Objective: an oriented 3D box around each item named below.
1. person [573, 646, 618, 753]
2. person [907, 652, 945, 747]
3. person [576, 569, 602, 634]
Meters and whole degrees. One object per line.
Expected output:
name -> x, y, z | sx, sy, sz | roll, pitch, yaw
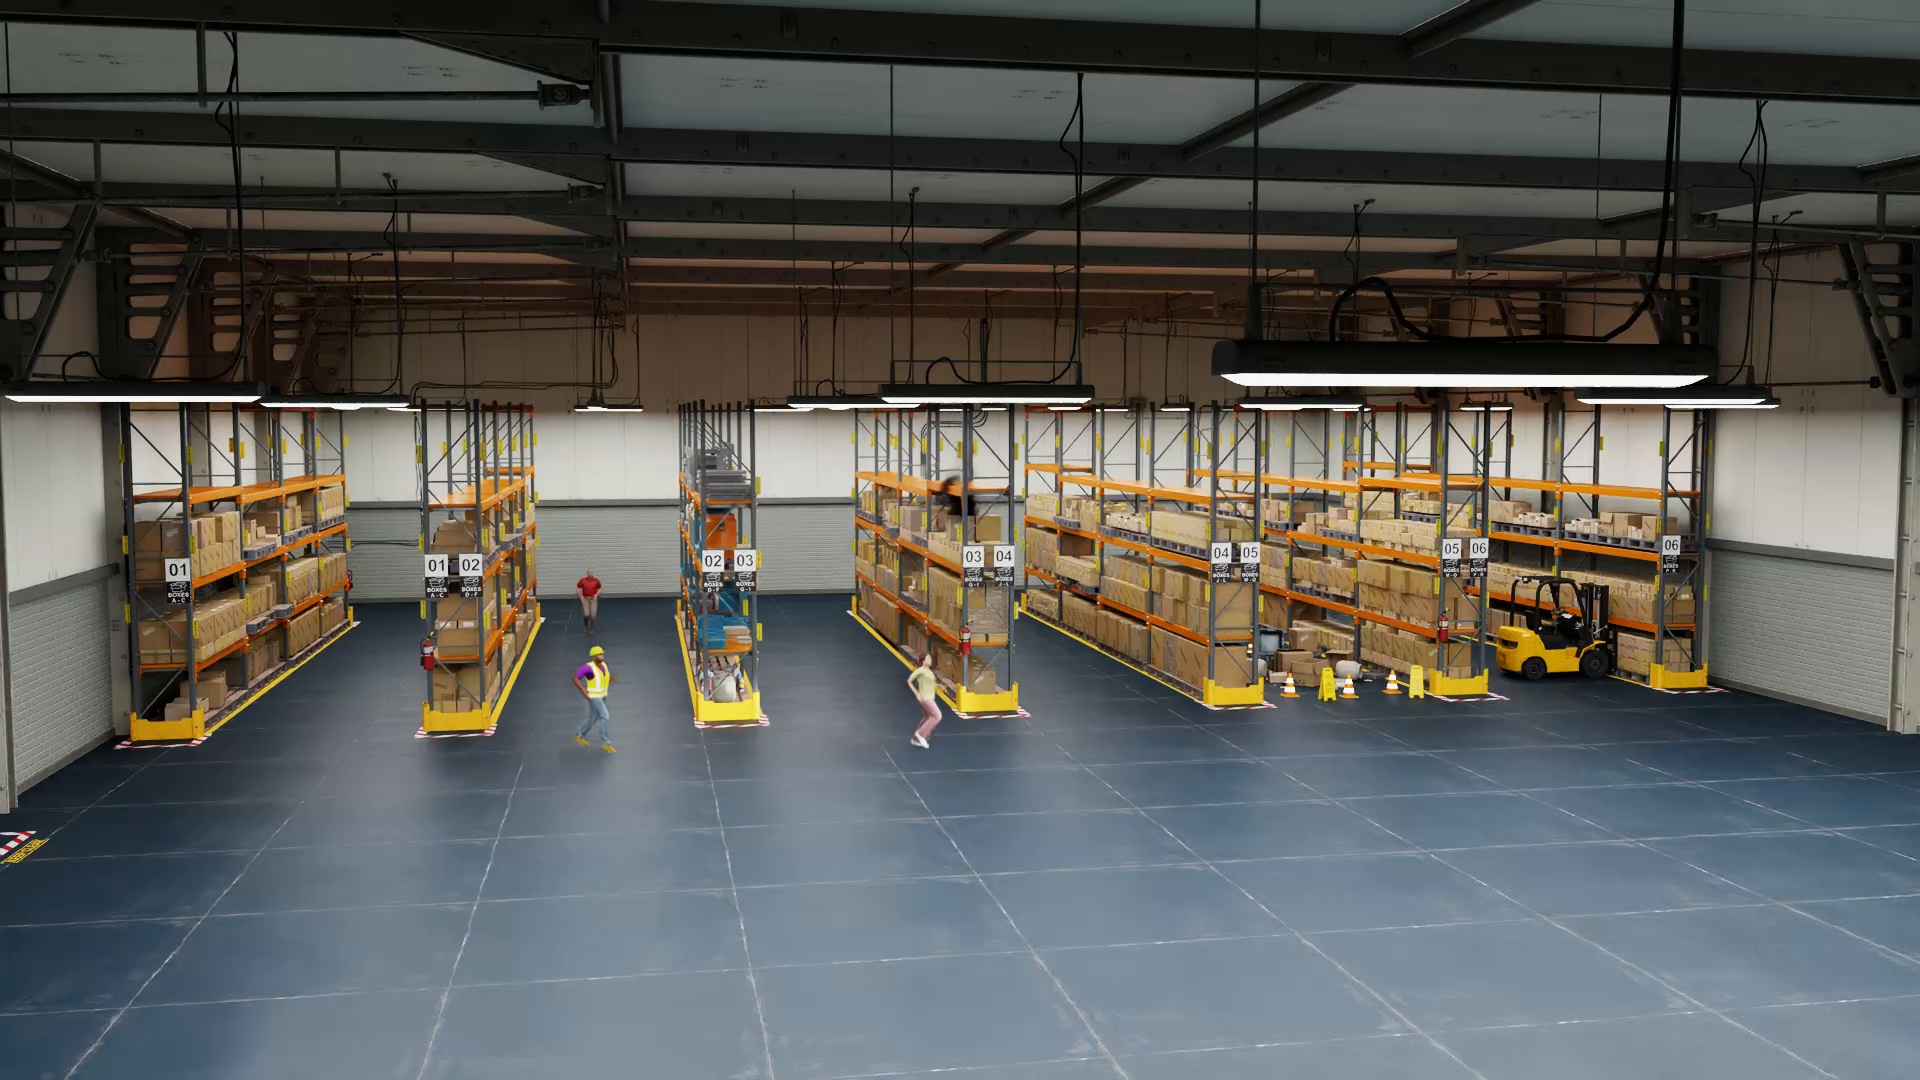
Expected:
person -> -6.195, 2.706, 28.328 | 0.852, 1.816, 0.670 | 1, 4, 15
person -> -0.559, 2.738, 28.519 | 0.613, 1.634, 0.560 | 1, 5, 17
person -> -9.654, 1.616, 43.363 | 0.641, 1.723, 0.541 | -1, 5, -19
